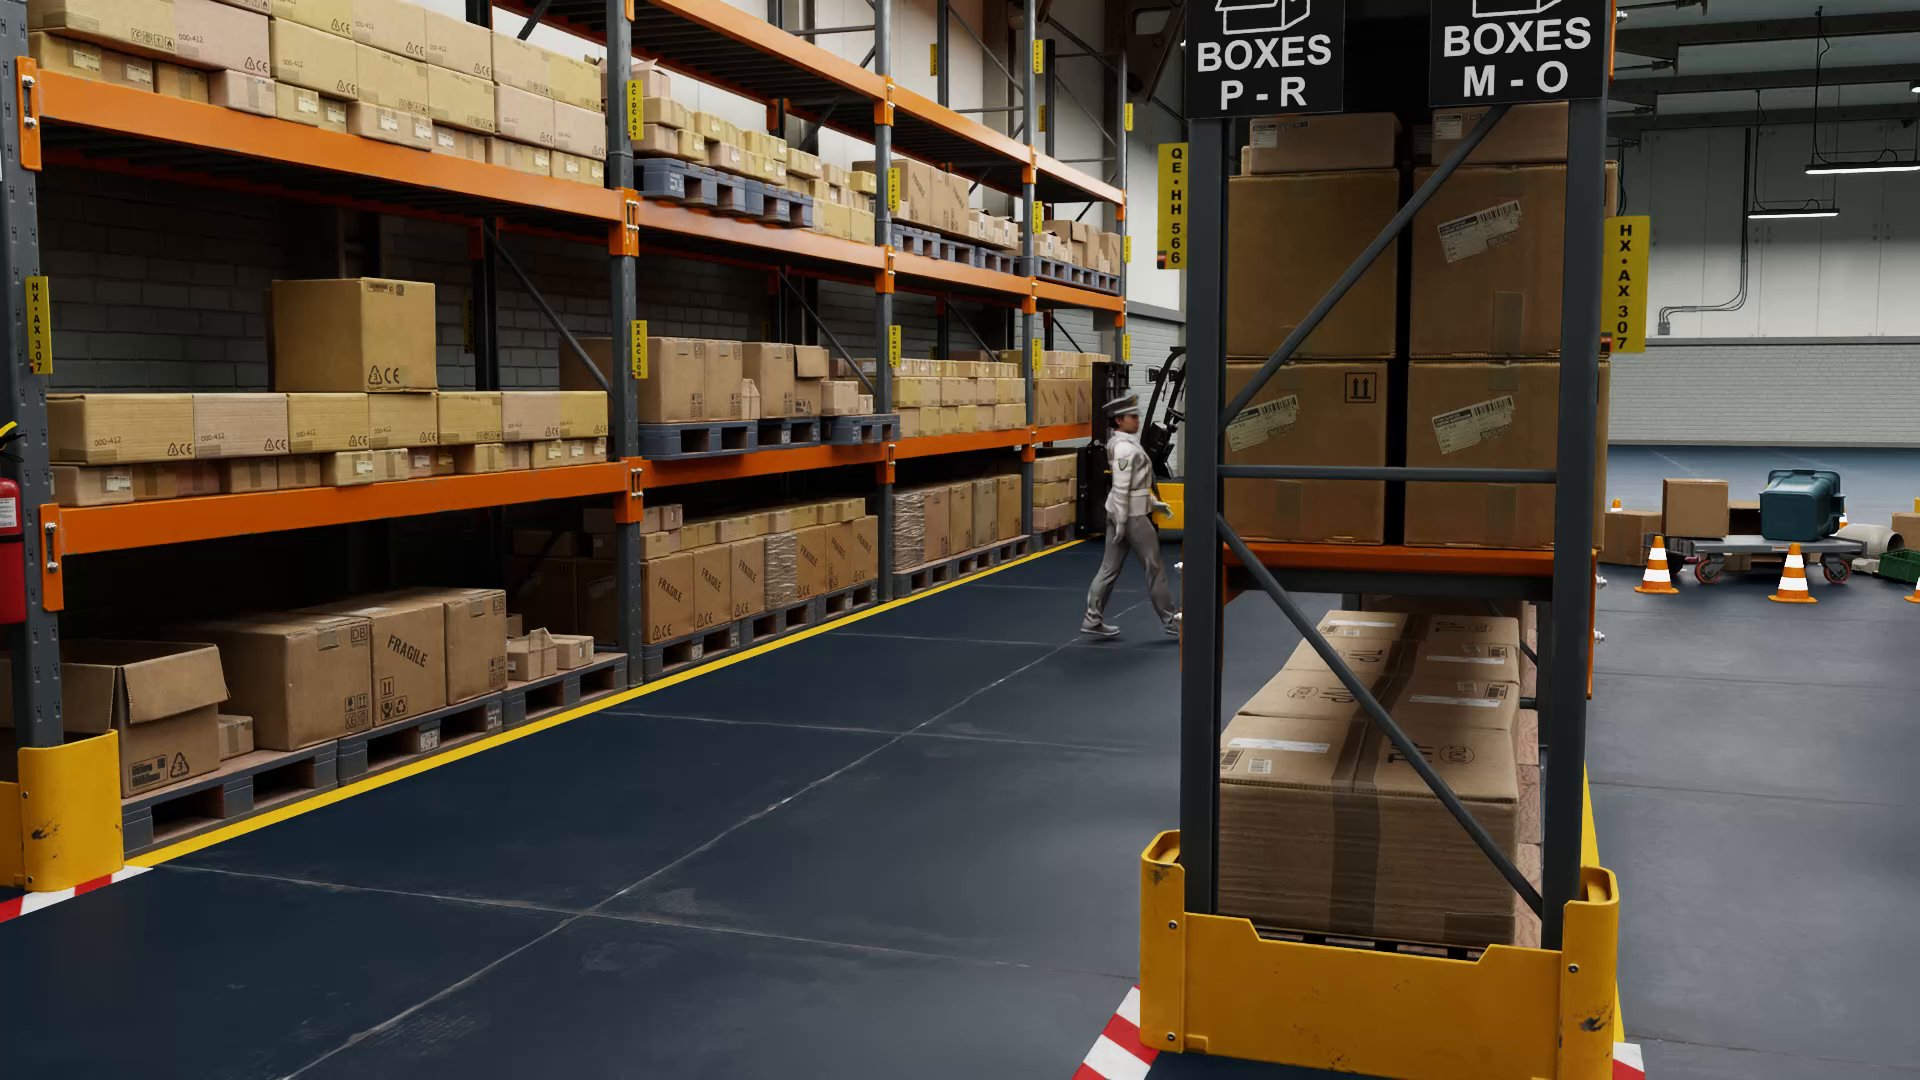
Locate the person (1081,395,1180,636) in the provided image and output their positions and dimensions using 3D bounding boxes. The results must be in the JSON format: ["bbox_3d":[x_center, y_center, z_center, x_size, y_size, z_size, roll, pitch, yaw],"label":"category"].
[{"bbox_3d":[1.252,-0.165,11.306,0.857,1.645,0.525,-1,5,-7],"label":"person"}]
